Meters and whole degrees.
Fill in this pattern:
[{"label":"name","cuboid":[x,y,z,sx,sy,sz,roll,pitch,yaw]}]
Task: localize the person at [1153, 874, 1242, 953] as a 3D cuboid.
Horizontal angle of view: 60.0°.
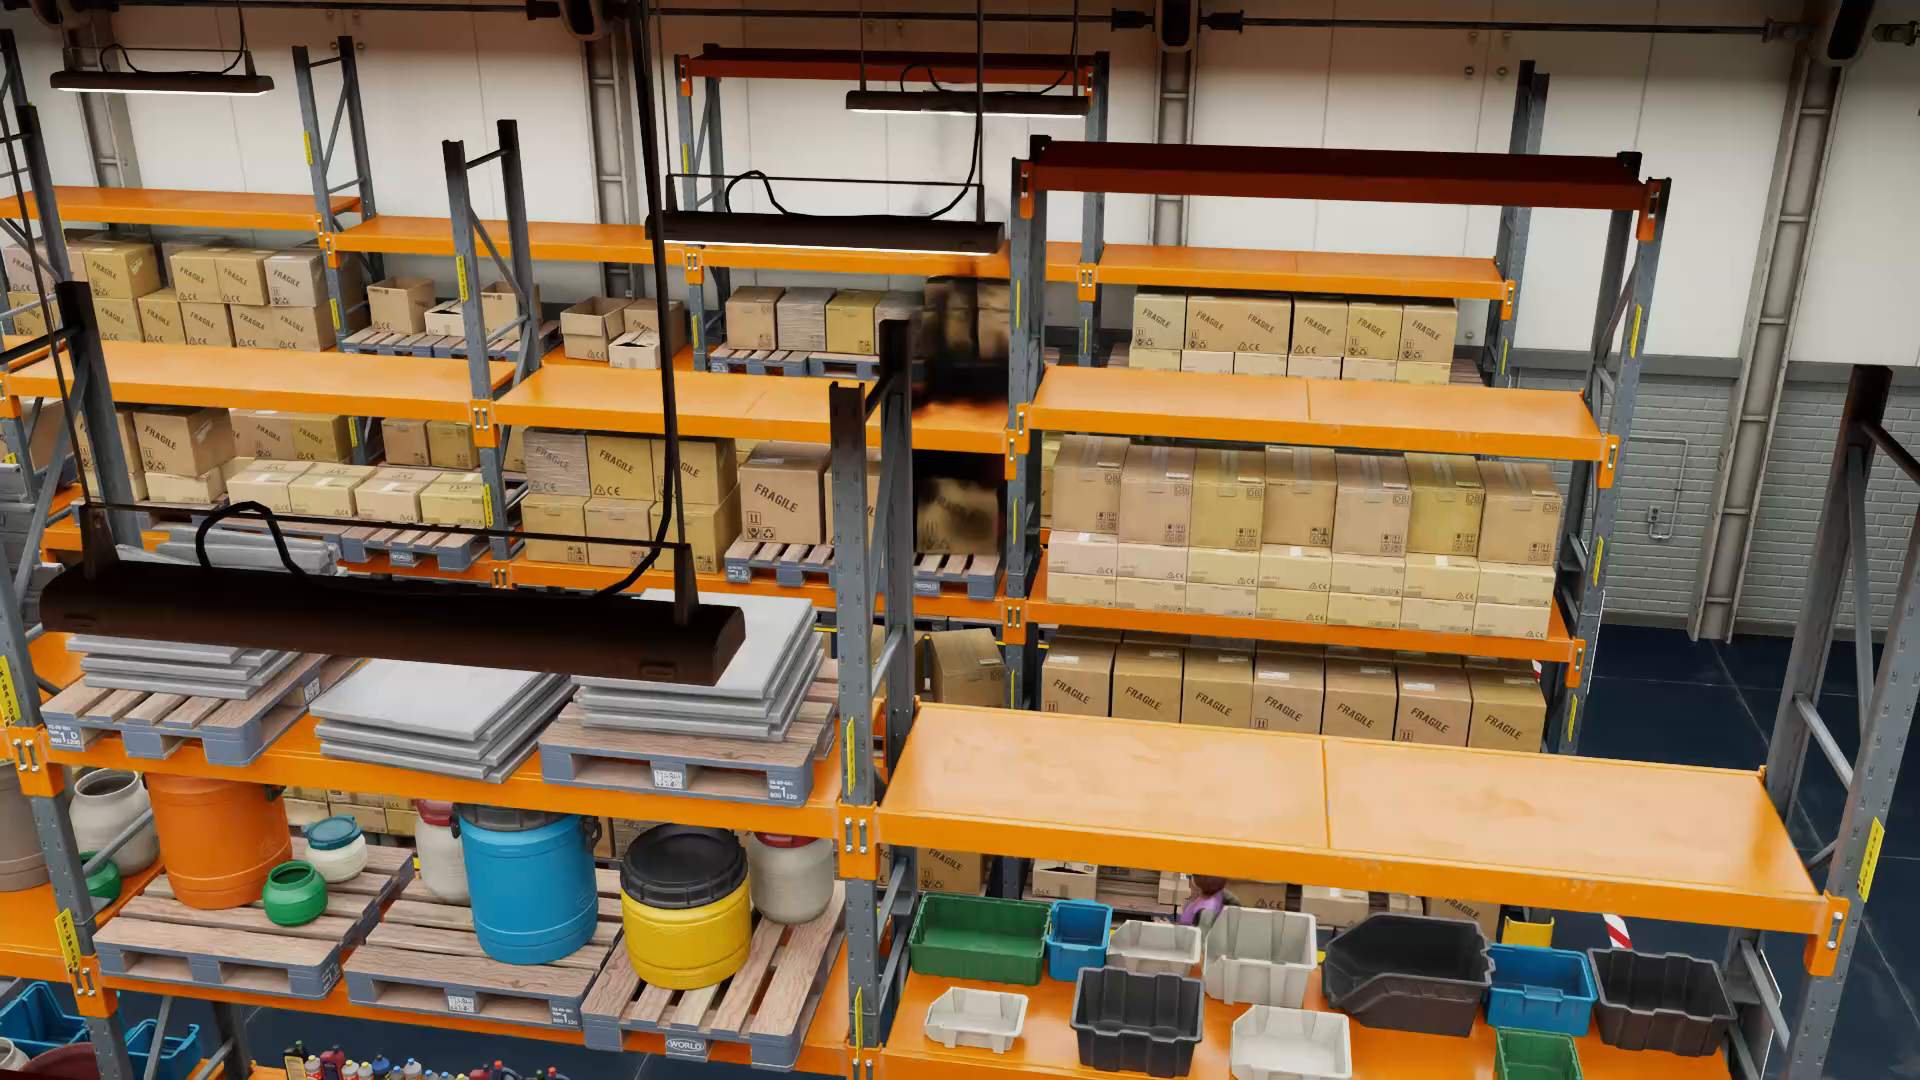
[{"label":"person","cuboid":[1.686,2.913,11.432,0.743,1.638,0.515,2,23,5]}]
